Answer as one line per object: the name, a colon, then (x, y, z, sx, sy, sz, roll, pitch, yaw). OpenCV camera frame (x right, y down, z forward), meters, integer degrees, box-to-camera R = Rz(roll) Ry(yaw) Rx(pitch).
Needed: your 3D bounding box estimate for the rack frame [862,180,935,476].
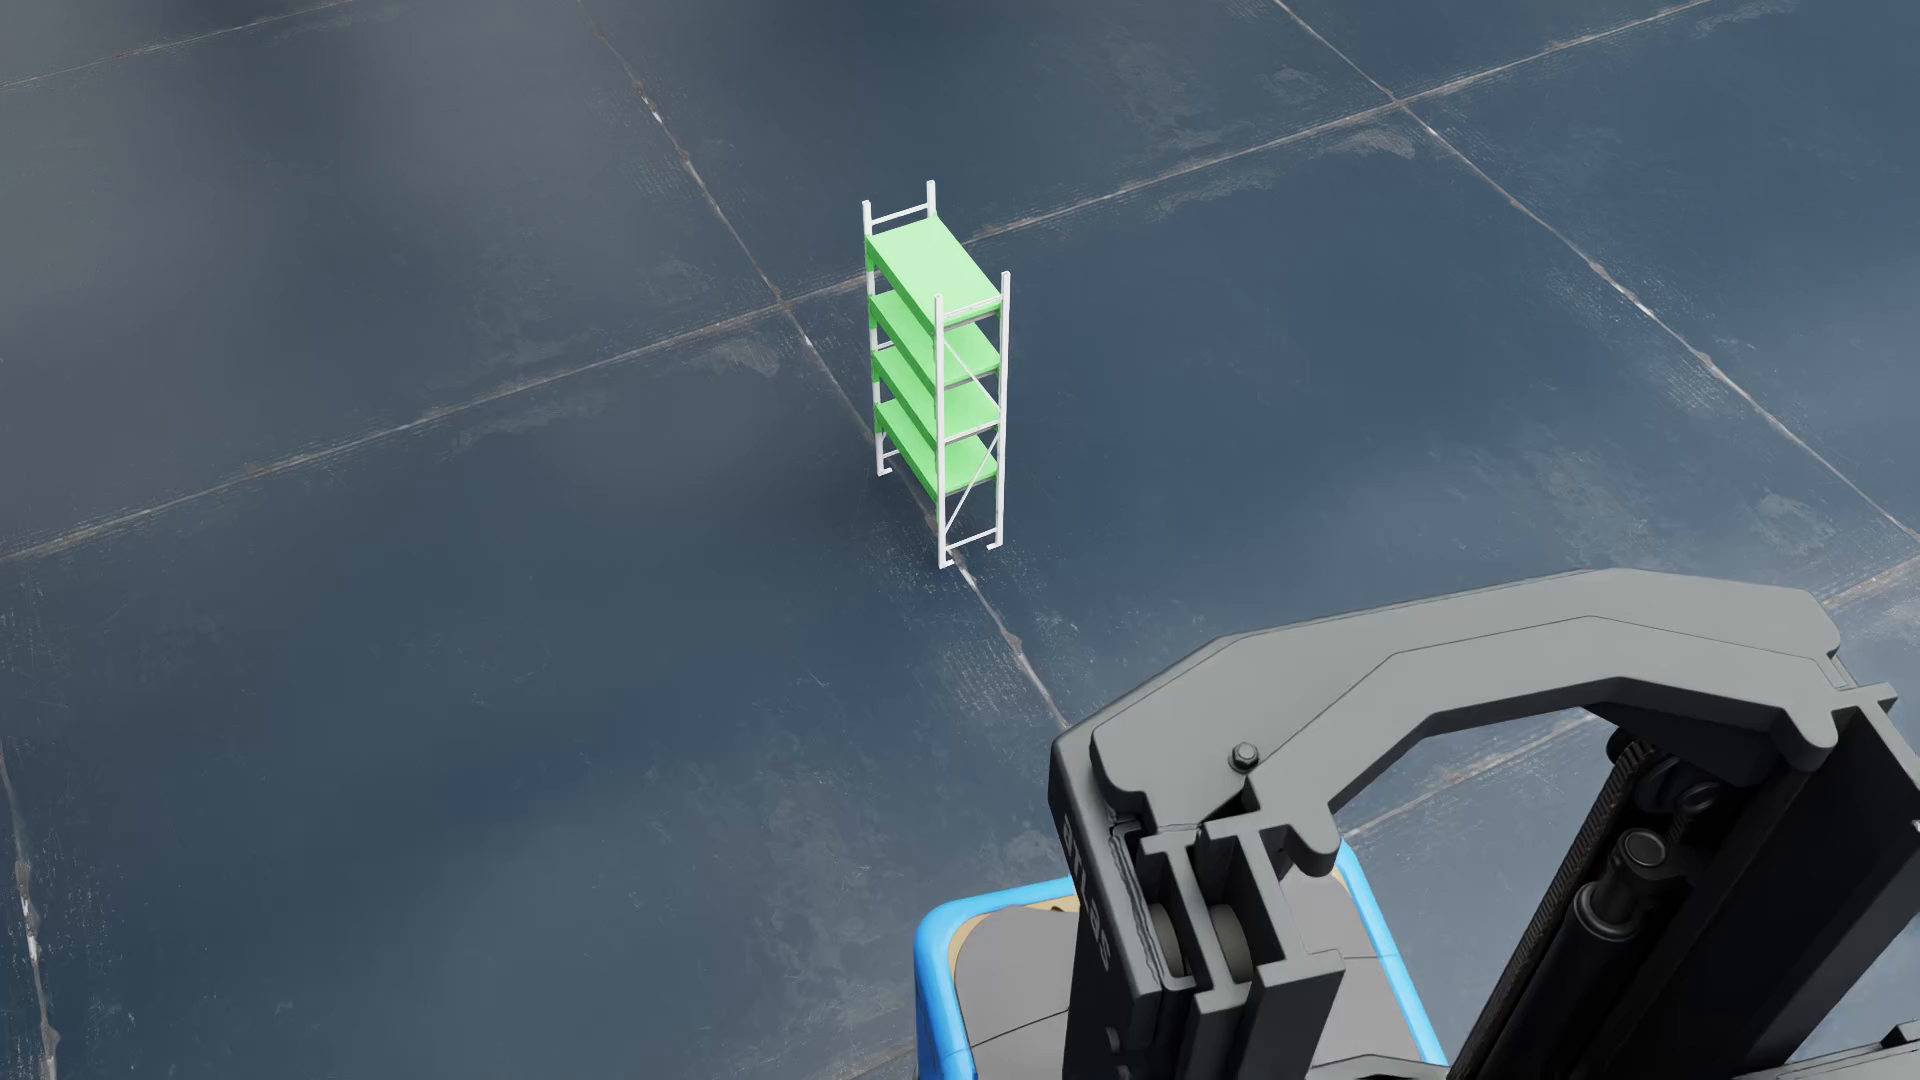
rack frame: (-0.187, -0.669, 5.538, 0.240, 1.200, 0.015, -21, 52, -18)

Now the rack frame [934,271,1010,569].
rack frame: (0.036, -0.342, 5.252, 0.240, 1.200, 0.015, -21, 52, -18)

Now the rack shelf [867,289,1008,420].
rack shelf: (-0.076, -0.622, 5.263, 0.258, 0.148, 0.480, -21, 52, -18)

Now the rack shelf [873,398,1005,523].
rack shelf: (-0.076, -0.306, 5.624, 0.258, 0.148, 0.480, -21, 52, -18)

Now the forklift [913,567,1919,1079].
forklift: (0.716, 1.548, 2.449, 1.130, 2.935, 3.031, -10, 50, -9)

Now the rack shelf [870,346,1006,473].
rack shelf: (-0.076, -0.464, 5.443, 0.258, 0.148, 0.480, -21, 52, -18)

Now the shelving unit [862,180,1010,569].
shelving unit: (-0.076, -0.506, 5.395, 0.258, 1.200, 0.503, -21, 52, -18)

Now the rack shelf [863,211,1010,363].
rack shelf: (-0.076, -0.780, 5.082, 0.258, 0.148, 0.480, -21, 52, -18)
